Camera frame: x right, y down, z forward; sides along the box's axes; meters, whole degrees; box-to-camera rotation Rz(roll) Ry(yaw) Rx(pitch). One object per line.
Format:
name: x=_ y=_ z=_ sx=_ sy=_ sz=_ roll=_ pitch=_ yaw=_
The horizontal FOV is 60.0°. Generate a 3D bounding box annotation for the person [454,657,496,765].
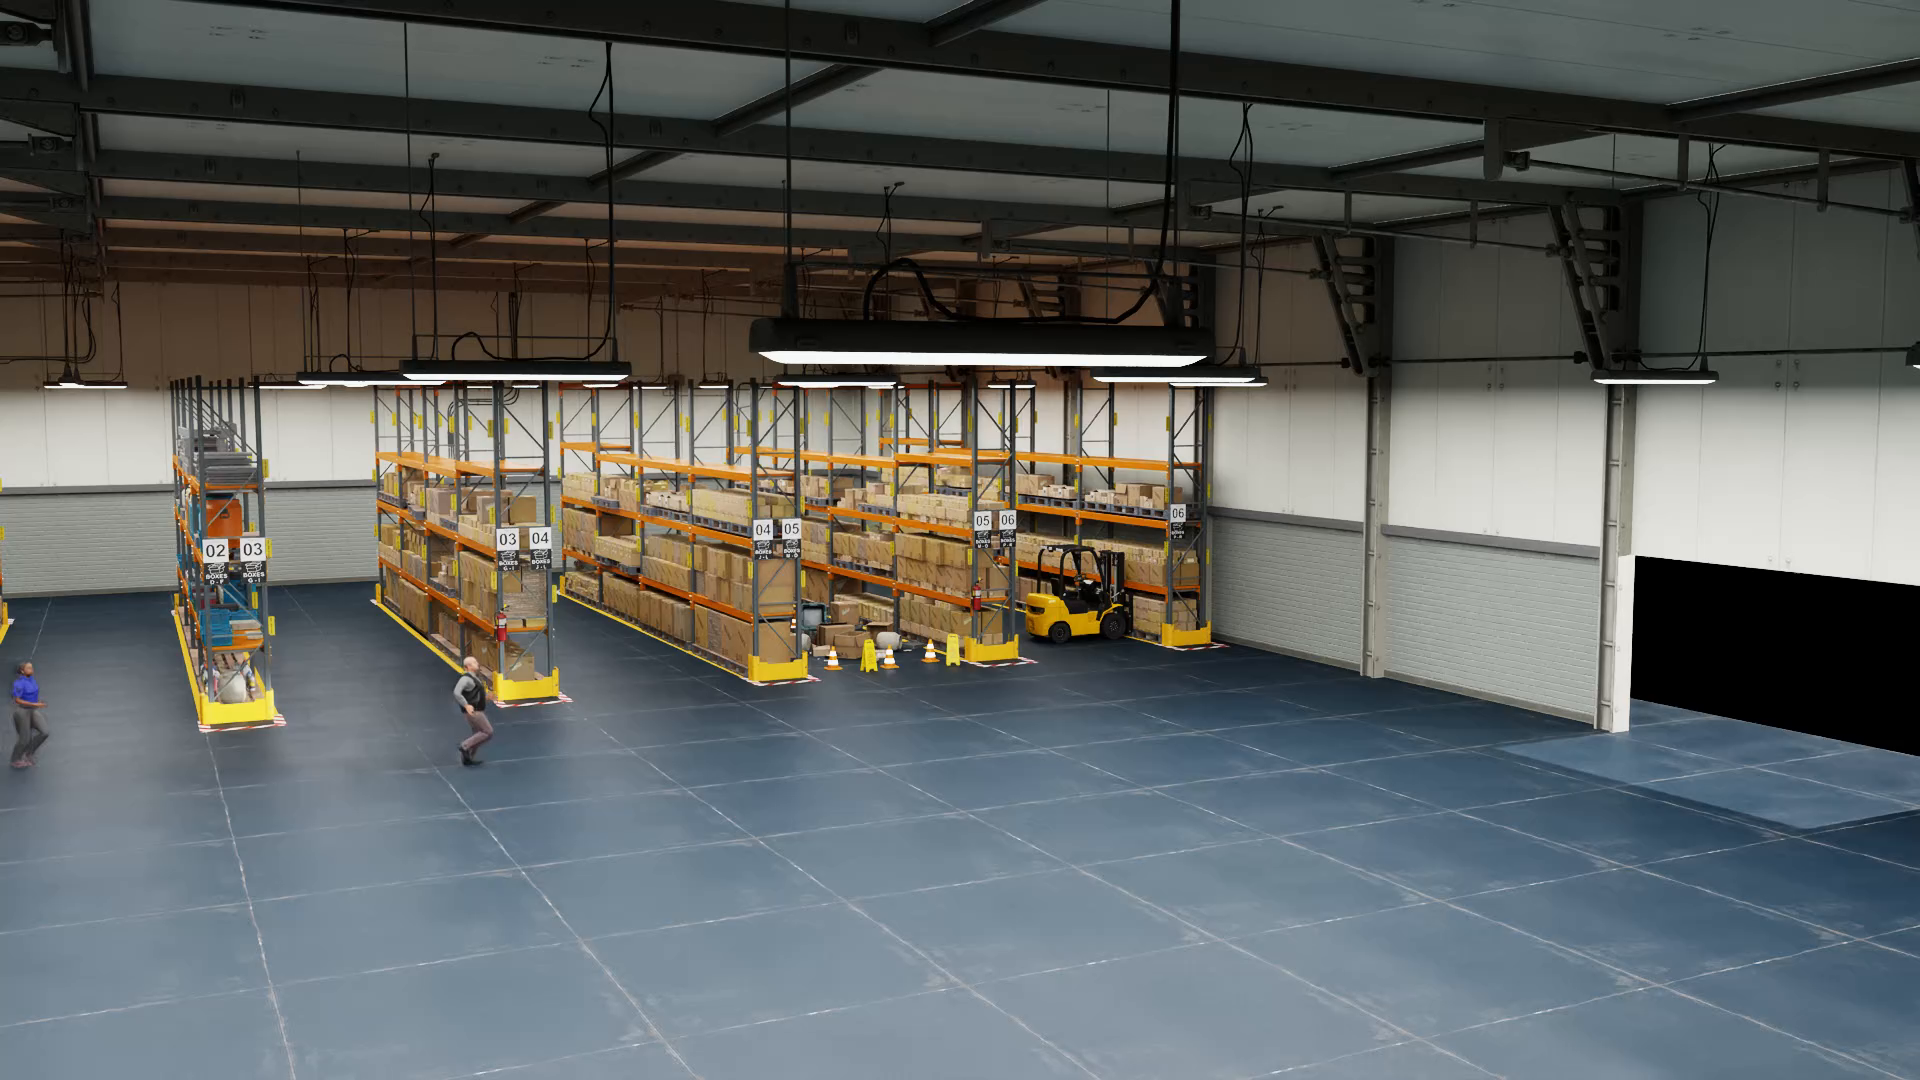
person: x=-7.399 y=2.622 z=25.465 sx=0.575 sy=1.679 sz=0.657 roll=-1 pitch=5 yaw=-6

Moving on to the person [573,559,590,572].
person: x=-11.051 y=0.525 z=48.807 sx=0.698 sy=1.743 sz=0.744 roll=-2 pitch=6 yaw=-25

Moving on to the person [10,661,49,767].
person: x=-14.181 y=2.658 z=25.367 sx=0.644 sy=1.646 sz=0.598 roll=0 pitch=5 yaw=5
